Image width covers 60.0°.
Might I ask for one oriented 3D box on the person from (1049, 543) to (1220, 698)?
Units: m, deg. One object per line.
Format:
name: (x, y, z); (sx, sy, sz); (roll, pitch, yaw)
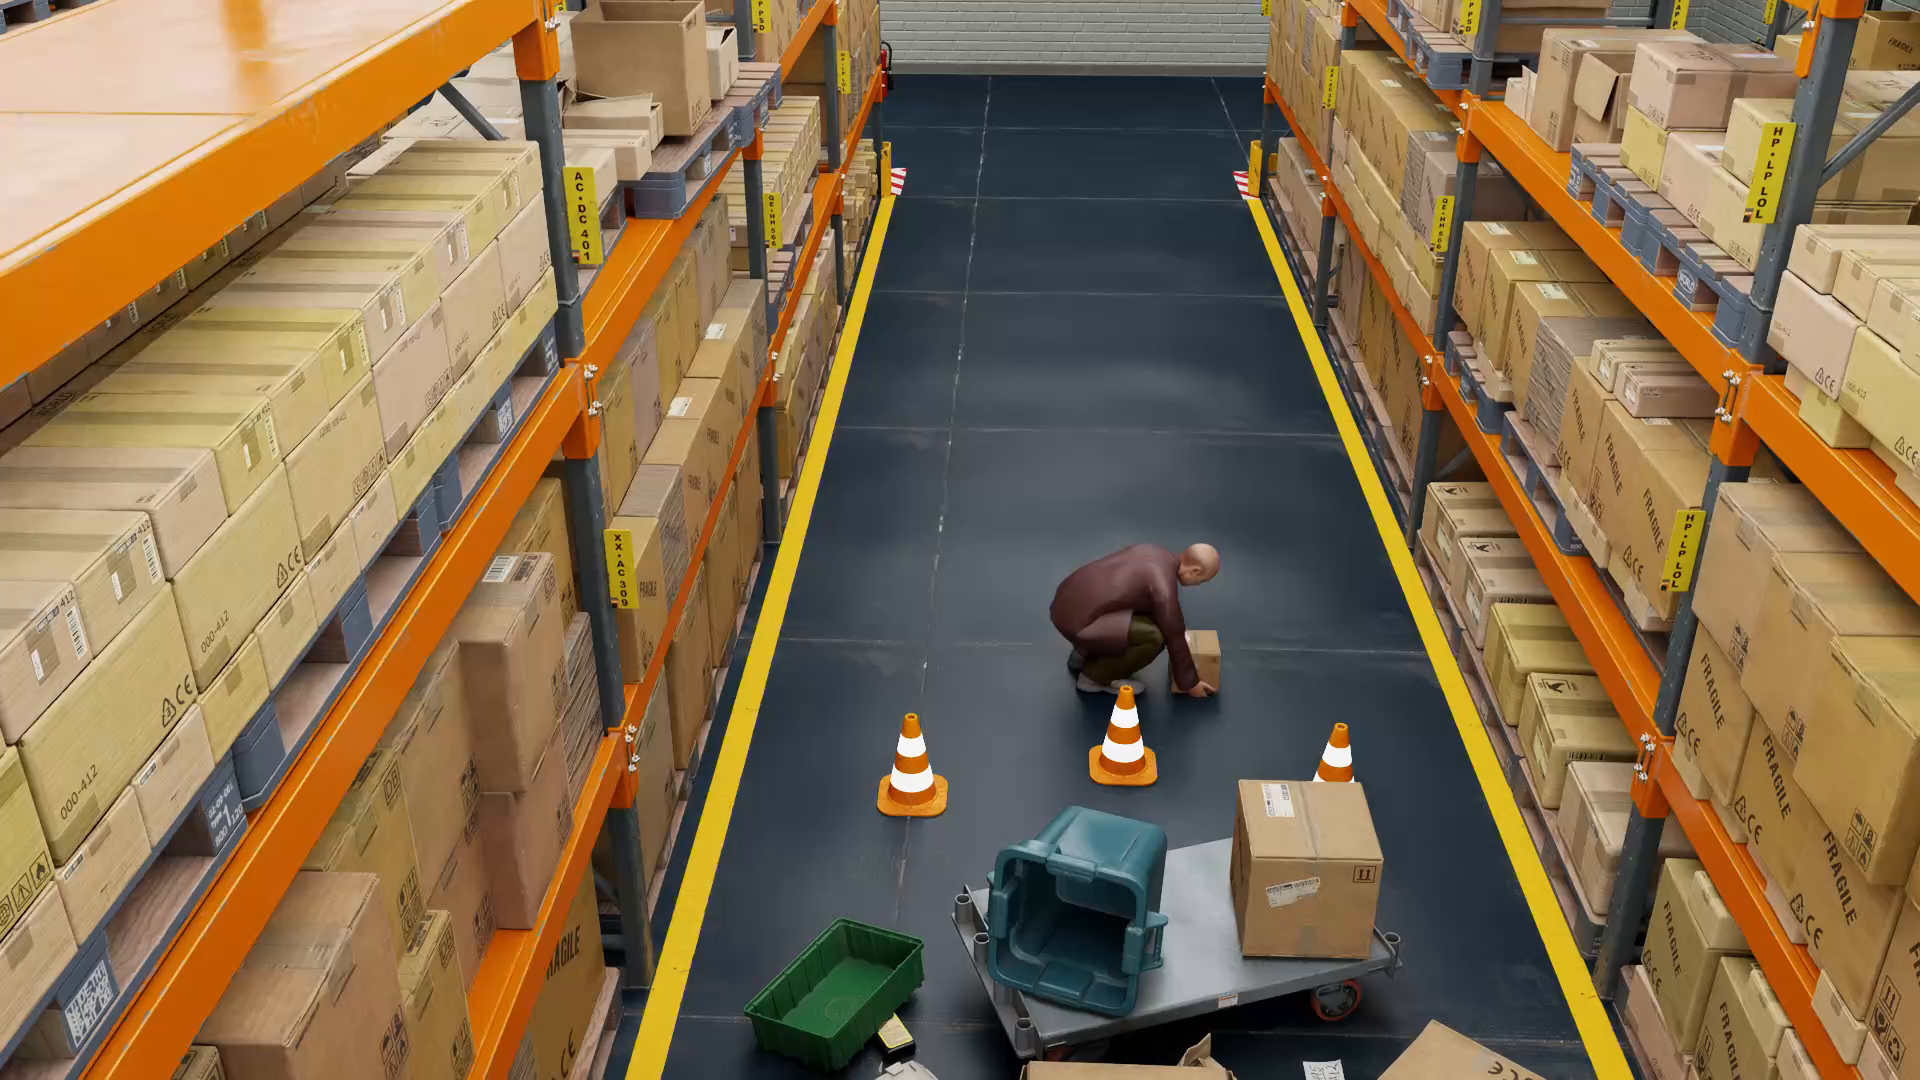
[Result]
person: (0.930, 0.448, 8.940); (0.904, 0.881, 0.579); (1, 28, 1)
